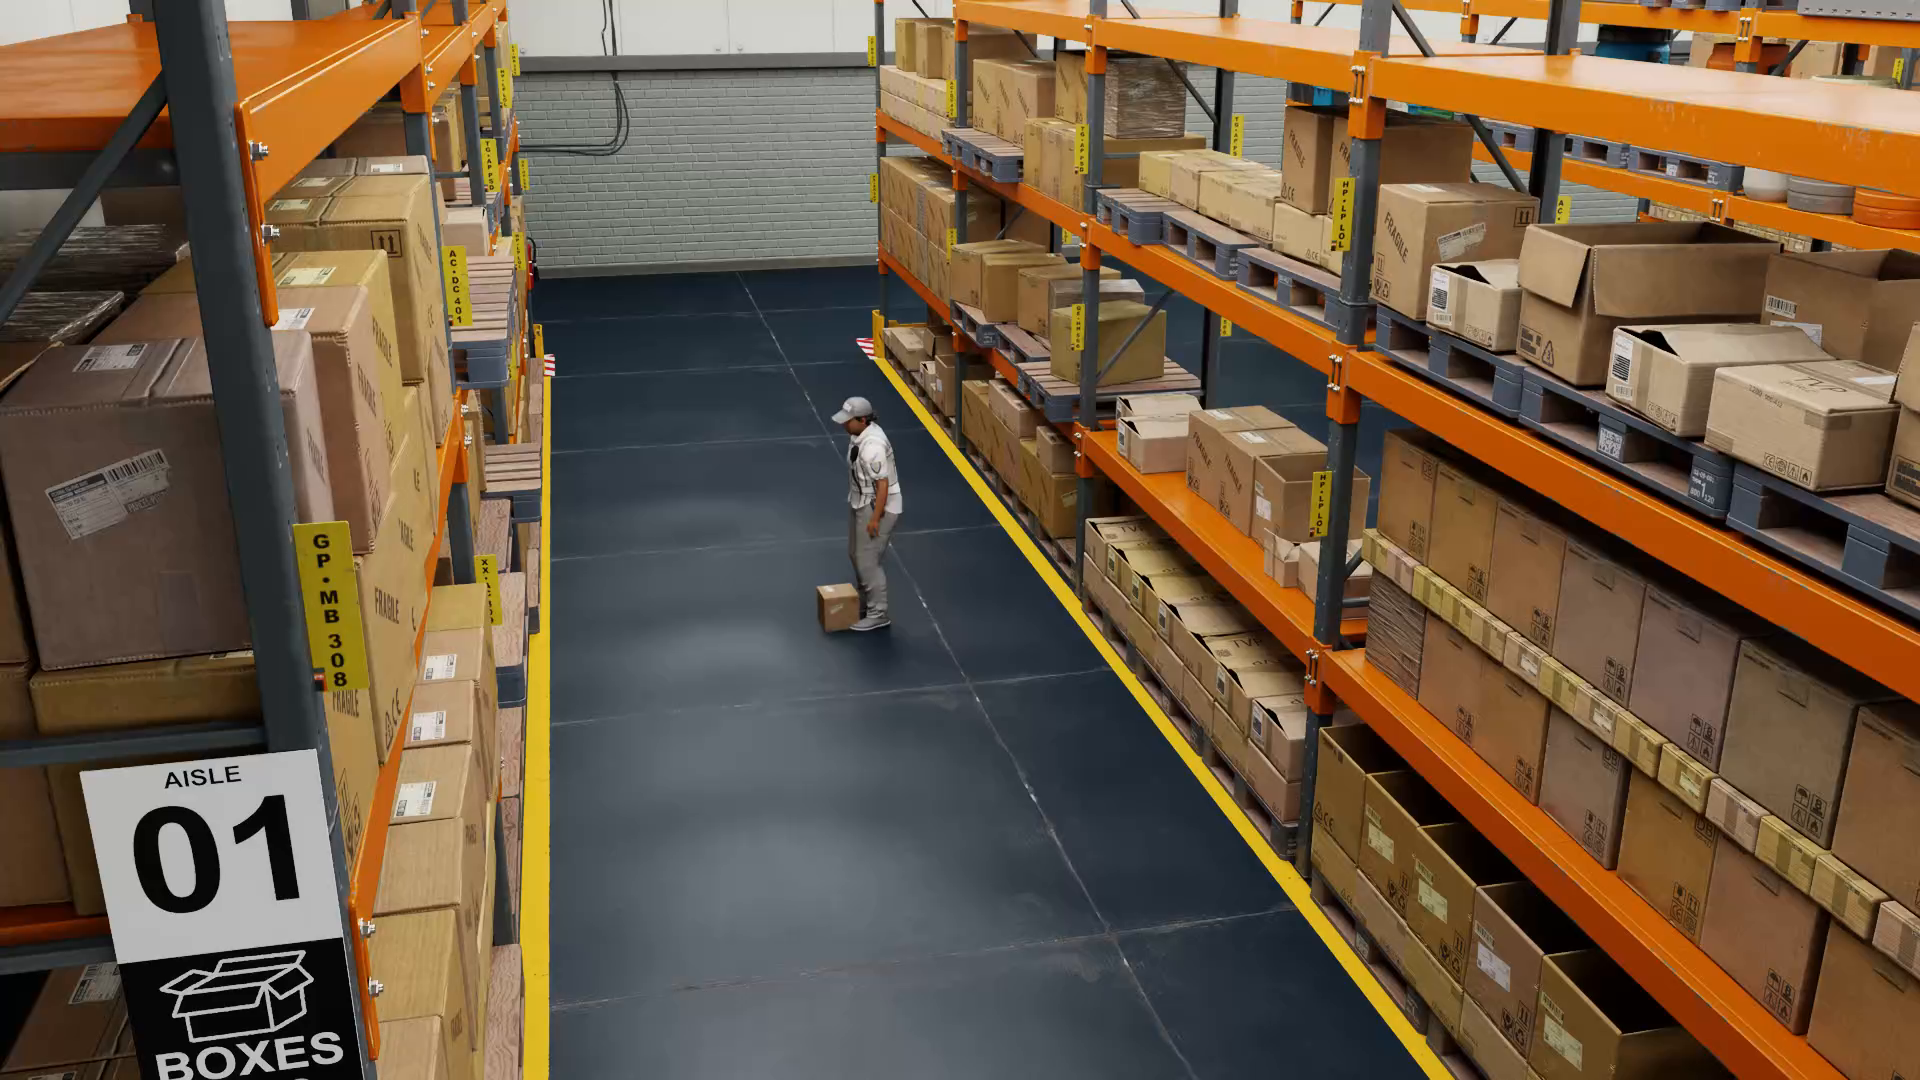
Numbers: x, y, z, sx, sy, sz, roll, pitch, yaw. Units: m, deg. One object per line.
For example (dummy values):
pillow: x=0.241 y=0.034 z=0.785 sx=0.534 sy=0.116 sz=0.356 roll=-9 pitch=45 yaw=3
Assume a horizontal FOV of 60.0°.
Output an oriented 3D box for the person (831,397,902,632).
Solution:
person: x=-0.657 y=-0.207 z=11.640 sx=0.470 sy=1.664 sz=0.549 roll=-5 pitch=20 yaw=-15
